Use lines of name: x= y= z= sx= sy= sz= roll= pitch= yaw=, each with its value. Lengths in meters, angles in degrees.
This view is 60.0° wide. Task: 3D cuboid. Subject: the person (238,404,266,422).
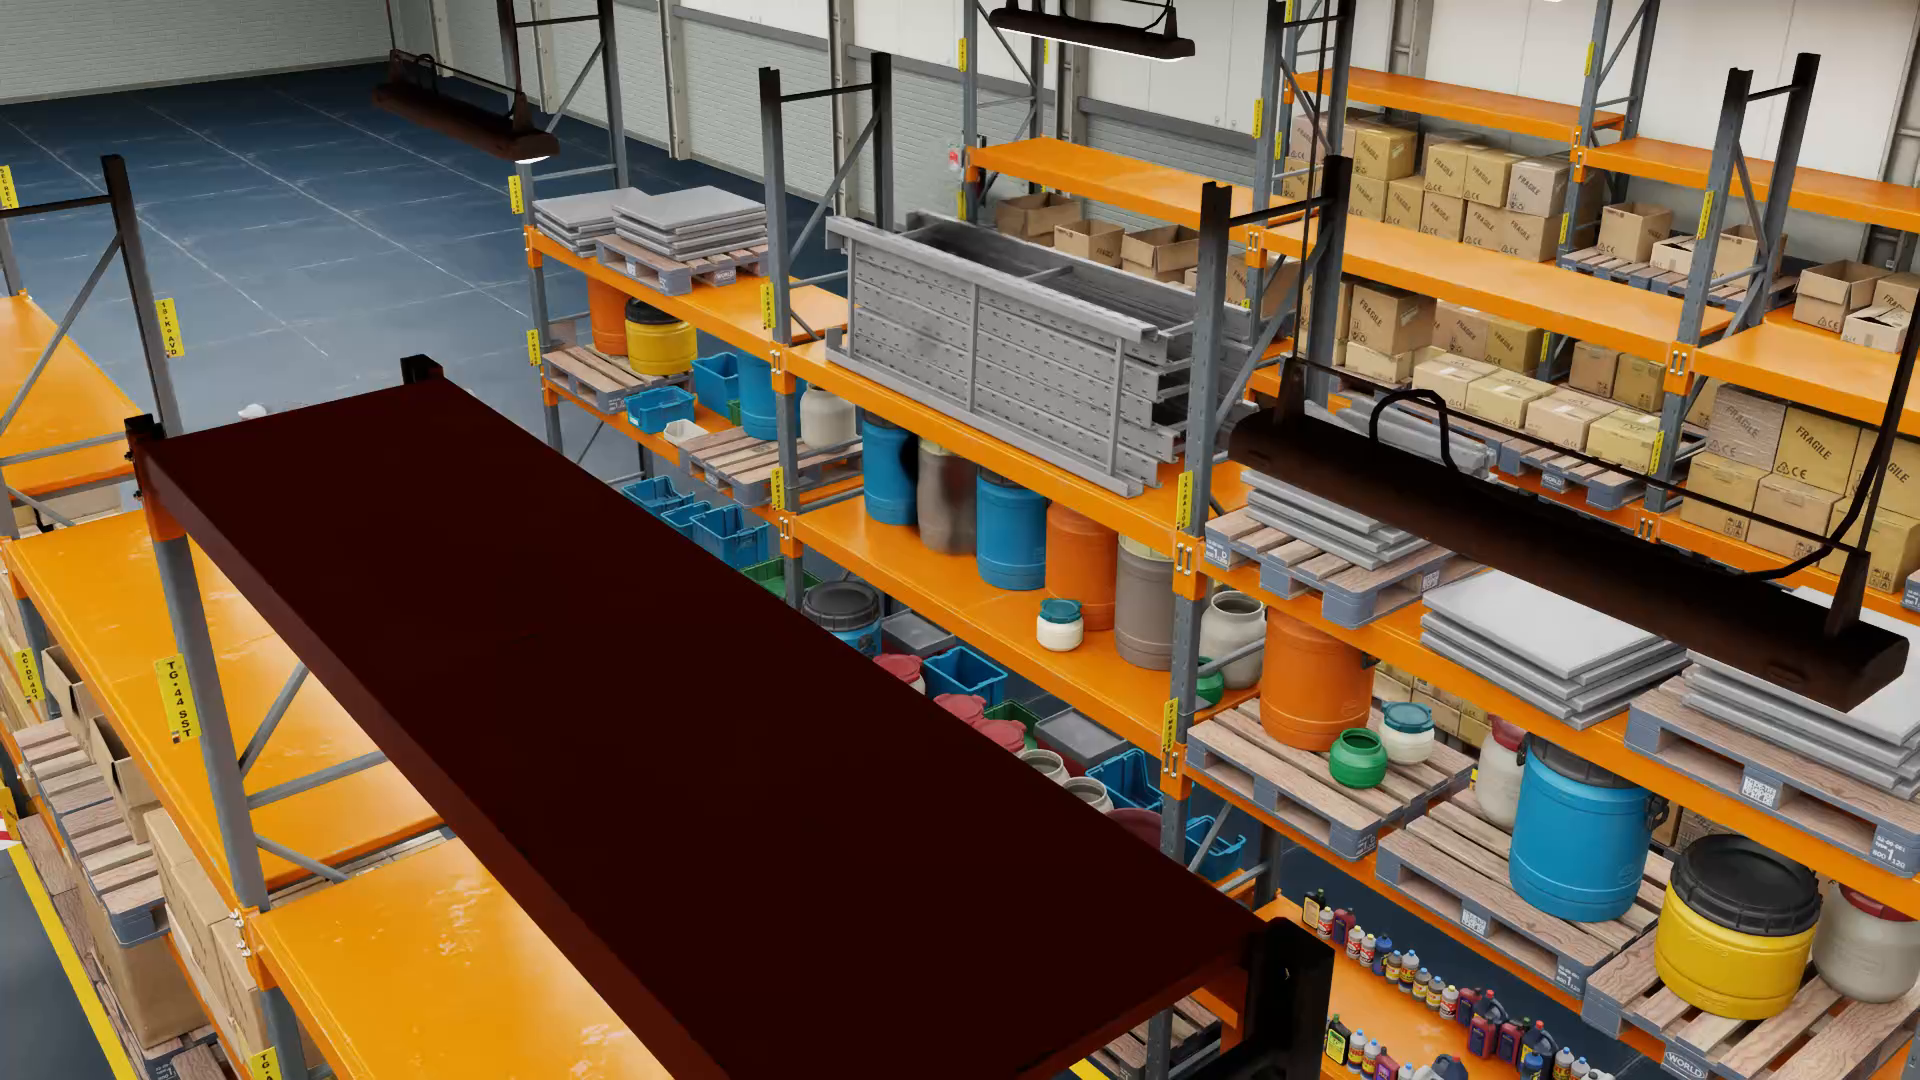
person: x=-7.199 y=-0.598 z=17.444 sx=0.989 sy=1.780 sz=0.688 roll=-7 pitch=27 yaw=-14
